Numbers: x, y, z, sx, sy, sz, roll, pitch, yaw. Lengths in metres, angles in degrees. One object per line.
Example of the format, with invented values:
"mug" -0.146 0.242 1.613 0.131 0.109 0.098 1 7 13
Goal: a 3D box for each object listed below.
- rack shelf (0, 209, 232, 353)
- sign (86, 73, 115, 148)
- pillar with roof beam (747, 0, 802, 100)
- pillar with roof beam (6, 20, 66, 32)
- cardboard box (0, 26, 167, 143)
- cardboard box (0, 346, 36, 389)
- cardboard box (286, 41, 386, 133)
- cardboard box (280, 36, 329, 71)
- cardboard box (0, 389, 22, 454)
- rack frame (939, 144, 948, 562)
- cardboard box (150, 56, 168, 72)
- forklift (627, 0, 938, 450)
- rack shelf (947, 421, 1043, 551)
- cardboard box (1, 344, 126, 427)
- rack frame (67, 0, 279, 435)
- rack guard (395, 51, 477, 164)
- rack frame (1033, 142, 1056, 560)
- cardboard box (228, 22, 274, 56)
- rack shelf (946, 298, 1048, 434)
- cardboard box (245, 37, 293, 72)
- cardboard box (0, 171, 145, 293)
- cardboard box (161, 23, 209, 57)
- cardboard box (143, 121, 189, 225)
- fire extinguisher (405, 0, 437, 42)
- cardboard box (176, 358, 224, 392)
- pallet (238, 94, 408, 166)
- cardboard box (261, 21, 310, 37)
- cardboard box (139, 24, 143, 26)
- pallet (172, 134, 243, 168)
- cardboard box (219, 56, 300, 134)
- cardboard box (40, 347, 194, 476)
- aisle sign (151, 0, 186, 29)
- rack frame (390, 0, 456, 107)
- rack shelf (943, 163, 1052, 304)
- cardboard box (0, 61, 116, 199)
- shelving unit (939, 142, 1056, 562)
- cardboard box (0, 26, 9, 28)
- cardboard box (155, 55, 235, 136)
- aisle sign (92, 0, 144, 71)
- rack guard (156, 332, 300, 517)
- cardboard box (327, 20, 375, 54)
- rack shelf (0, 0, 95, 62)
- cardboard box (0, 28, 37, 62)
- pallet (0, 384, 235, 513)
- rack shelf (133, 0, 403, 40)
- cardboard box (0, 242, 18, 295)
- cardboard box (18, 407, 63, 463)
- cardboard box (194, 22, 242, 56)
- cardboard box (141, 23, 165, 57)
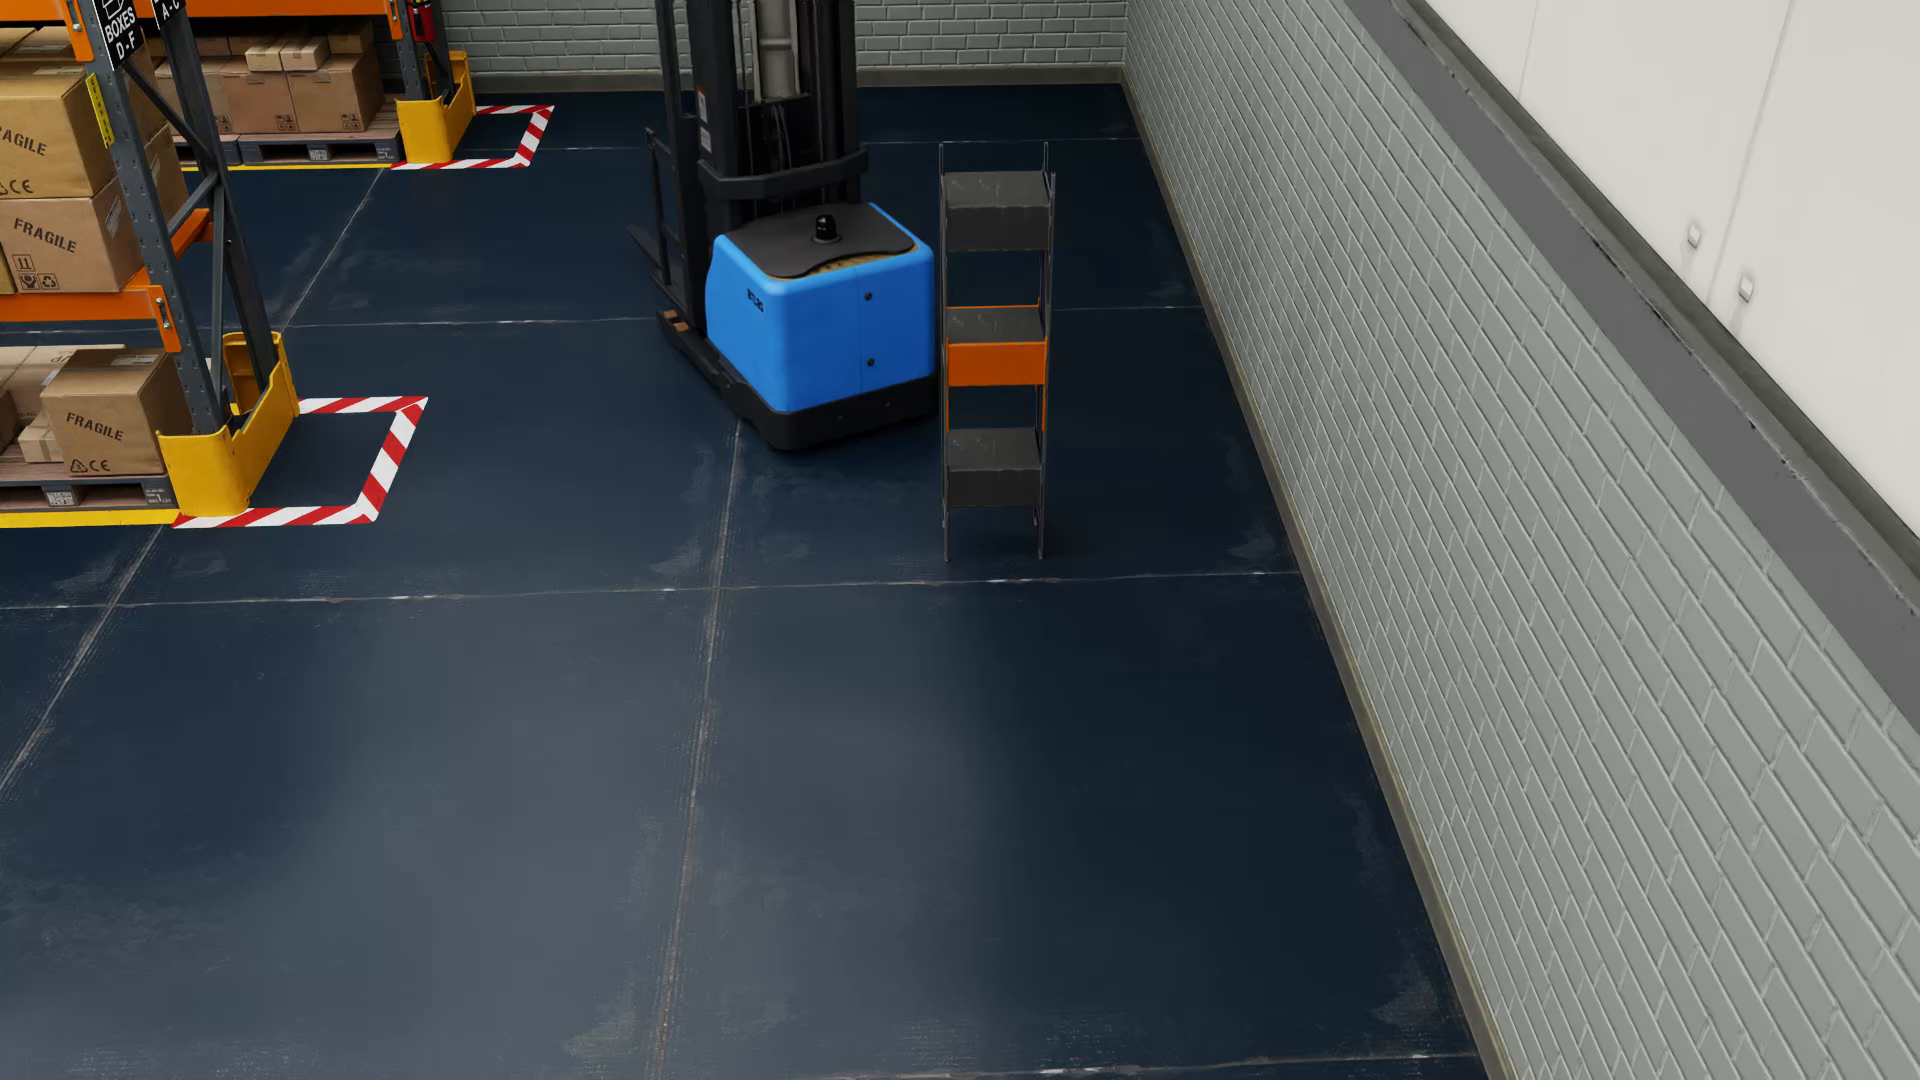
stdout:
"rack shelf" -5.976 -1.343 8.687 4.000 0.370 1.077 -2 35 -2
"sign" -3.972 -1.983 7.684 0.005 0.325 0.100 -2 35 -2
"pillar with roof beam" -1.356 -5.093 8.201 0.400 9.000 9.100 -2 35 -2
"pillar with roof beam" -7.349 -4.931 7.968 0.400 9.000 9.100 -2 35 -2
"cardboard box" -4.433 -2.283 8.447 0.500 0.500 0.500 -1 35 -1
"cardboard box" -5.533 -0.863 9.391 0.500 0.250 0.500 -2 35 -2
"cardboard box" -4.910 -3.578 13.111 0.500 0.500 0.700 -2 35 -2
"cardboard box" -5.030 -3.737 12.772 0.250 0.149 0.380 -2 35 -3
"cardboard box" -5.460 -0.580 8.982 0.500 0.250 0.500 -2 35 -2
"rack frame" -0.078 -0.861 8.149 0.015 2.100 0.400 -2 35 -2
"cardboard box" -6.445 -3.532 13.045 0.500 0.500 0.700 -1 35 -1
"forklift" -1.280 -2.526 9.825 1.130 2.935 3.031 -17 38 -23
"rack shelf" 0.165 -0.281 8.565 0.480 0.518 0.431 -2 35 -2
"cardboard box" -5.034 -0.876 9.410 0.500 0.250 0.500 -2 35 -2
"rack frame" -3.978 -1.693 8.560 0.127 3.000 1.000 -2 35 -2
"rack guard" -4.192 -3.481 13.341 0.348 0.500 1.175 -2 35 -2
"rack frame" 0.409 -0.874 8.168 0.015 2.100 0.400 -2 35 -2
"cardboard box" -5.551 -3.941 13.066 0.250 0.149 0.380 -1 35 -2
"rack shelf" 0.165 -0.857 8.167 0.480 0.518 0.431 -2 35 -2
"cardboard box" -5.285 -3.730 12.762 0.250 0.149 0.380 -1 35 -1
"cardboard box" -4.412 -1.567 8.291 0.500 0.500 0.500 -1 35 -1
"cardboard box" -6.061 -3.926 13.045 0.250 0.149 0.380 -1 35 -2
"cardboard box" -4.433 -1.872 8.731 0.500 0.500 0.500 -1 35 -1
"fire extinguisher" -4.044 -4.065 12.384 0.183 0.674 0.296 -2 35 -2
"cardboard box" -4.412 -0.886 9.512 0.250 0.149 0.380 -2 35 -2
"pallet" -5.011 -3.296 13.327 1.213 0.211 1.003 -2 35 -2
"cardboard box" -5.301 -3.947 13.076 0.250 0.149 0.380 -1 35 -2
"cardboard box" -6.572 -3.912 13.025 0.250 0.149 0.380 -1 35 -2
"pallet" -6.227 -3.265 13.282 1.213 0.211 1.003 -2 35 -2
"cardboard box" -5.410 -3.564 13.092 0.500 0.500 0.700 -2 35 -2
"cardboard box" -4.509 -0.691 8.923 0.500 0.500 0.500 -2 35 -2
"aisle sign" -3.924 -2.931 8.064 0.004 0.787 0.394 -2 35 -2
"rack frame" -4.216 -4.509 12.629 0.127 3.000 1.000 -2 35 -2
"rack shelf" 0.165 -1.432 7.768 0.480 0.518 0.431 -2 35 -2
"cardboard box" -4.409 -1.977 8.004 0.500 0.500 0.500 -2 35 -3
"shelving unit" 0.165 -0.868 8.159 0.503 2.100 0.431 -2 35 -2
"cardboard box" -7.614 -3.883 12.983 0.250 0.149 0.380 -2 35 -3
"cardboard box" -5.913 -3.550 13.072 0.500 0.500 0.700 -3 35 -4
"aisle sign" -3.895 -2.590 7.572 0.004 0.787 0.394 -2 35 -2
"rack guard" -4.054 -0.663 9.269 0.348 0.500 1.175 -2 35 -2
"cardboard box" -4.795 -3.962 13.096 0.250 0.149 0.380 -1 35 -2
"rack shelf" -5.976 -2.577 7.834 4.000 0.370 1.077 -2 35 -2
"cardboard box" -4.955 -2.265 8.420 0.500 0.500 0.500 -1 35 -2
"pallet" -4.850 -0.522 9.319 1.213 0.211 1.003 -2 35 -2
"rack shelf" -6.214 -4.159 12.756 4.000 0.370 1.077 -2 35 -2
"cardboard box" -4.930 -1.551 8.268 0.500 0.500 0.500 -1 35 -2
"cardboard box" -4.918 -0.594 9.076 0.250 0.166 0.380 -2 35 -2
"cardboard box" -5.805 -3.934 13.056 0.250 0.149 0.380 -1 35 -2
"cardboard box" -6.314 -3.920 13.036 0.250 0.149 0.380 -2 35 -3
